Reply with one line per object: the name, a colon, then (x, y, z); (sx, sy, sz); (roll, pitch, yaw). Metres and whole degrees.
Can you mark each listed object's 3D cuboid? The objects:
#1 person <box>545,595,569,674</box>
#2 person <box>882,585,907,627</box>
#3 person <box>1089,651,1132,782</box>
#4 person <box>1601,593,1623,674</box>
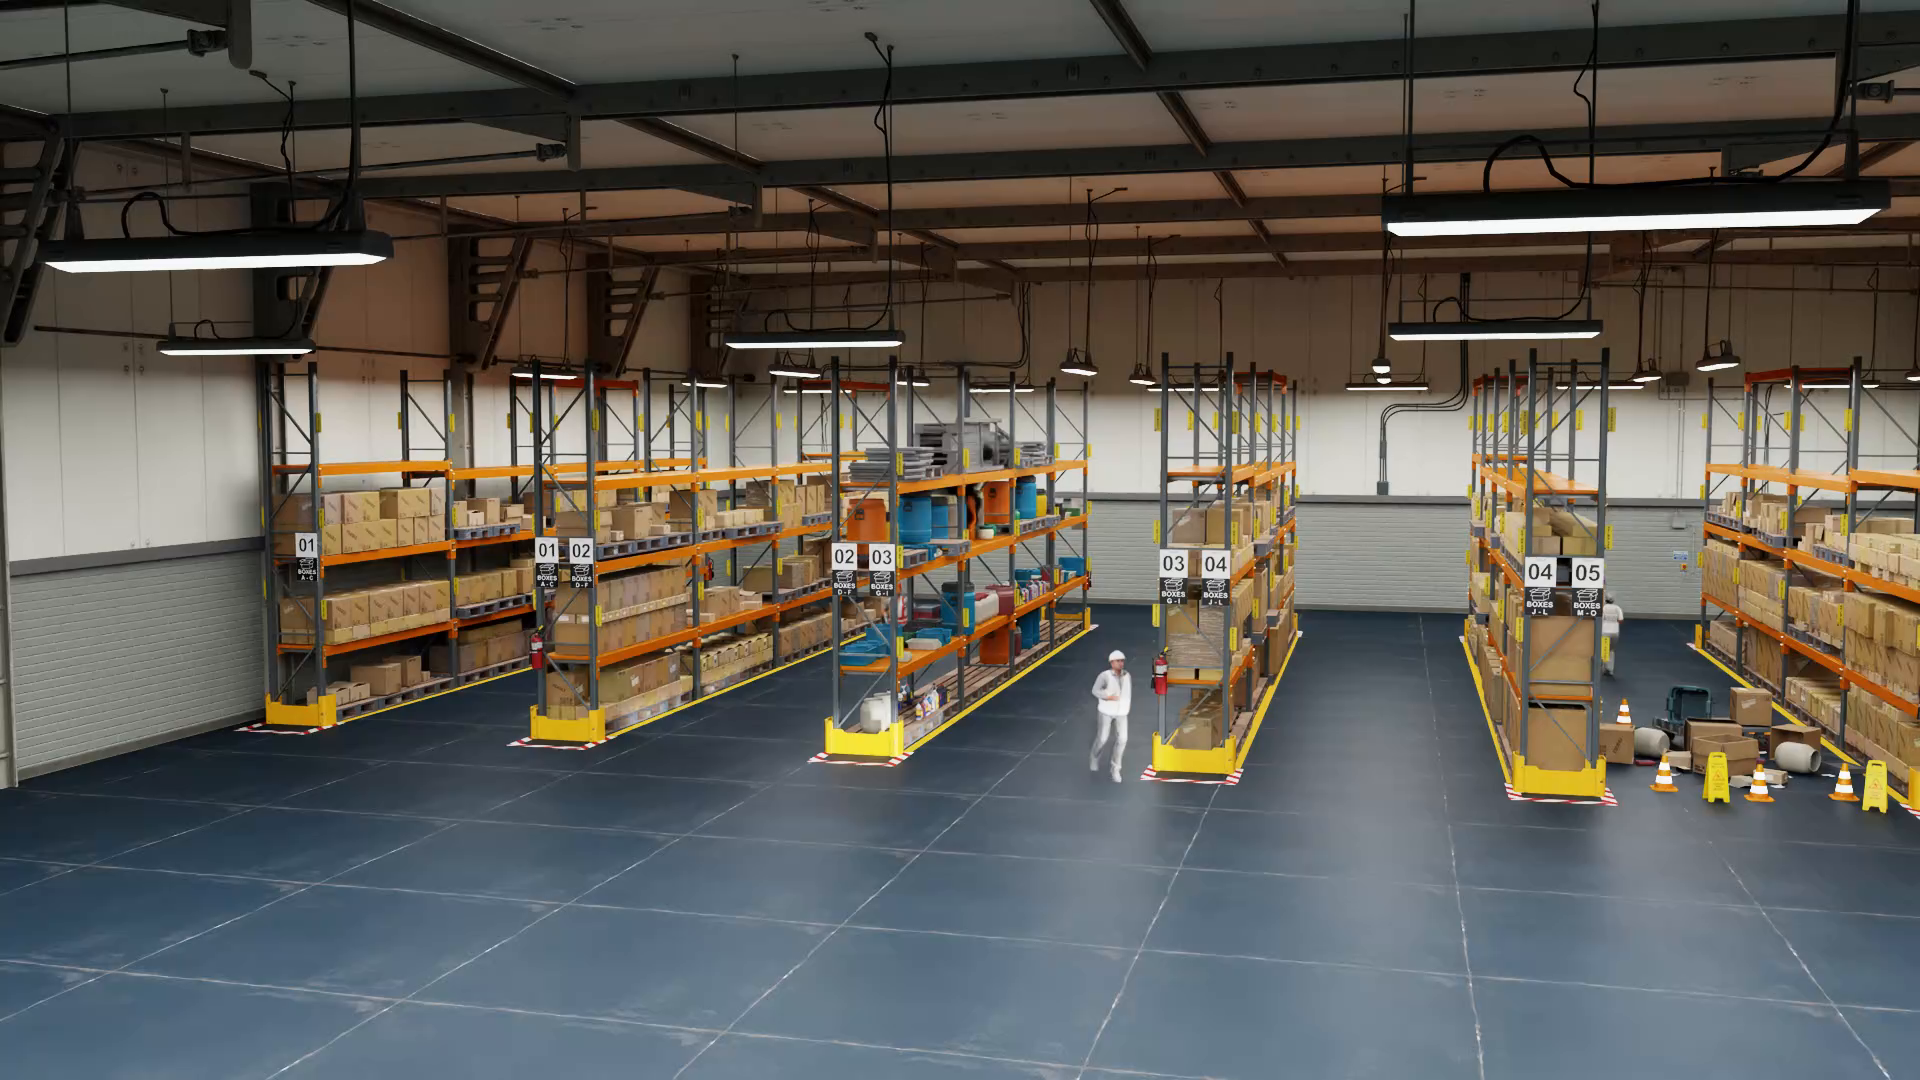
person: (-7.506, 2.041, 30.989); (0.682, 1.633, 0.801); (0, 4, 7)
person: (-1.287, 1.748, 33.689); (0.648, 1.759, 0.640); (1, 4, 11)
person: (2.172, 2.471, 23.547); (0.681, 1.825, 0.799); (-1, 4, -17)
person: (12.900, 1.857, 33.193); (0.593, 1.611, 0.545); (0, 4, 6)
